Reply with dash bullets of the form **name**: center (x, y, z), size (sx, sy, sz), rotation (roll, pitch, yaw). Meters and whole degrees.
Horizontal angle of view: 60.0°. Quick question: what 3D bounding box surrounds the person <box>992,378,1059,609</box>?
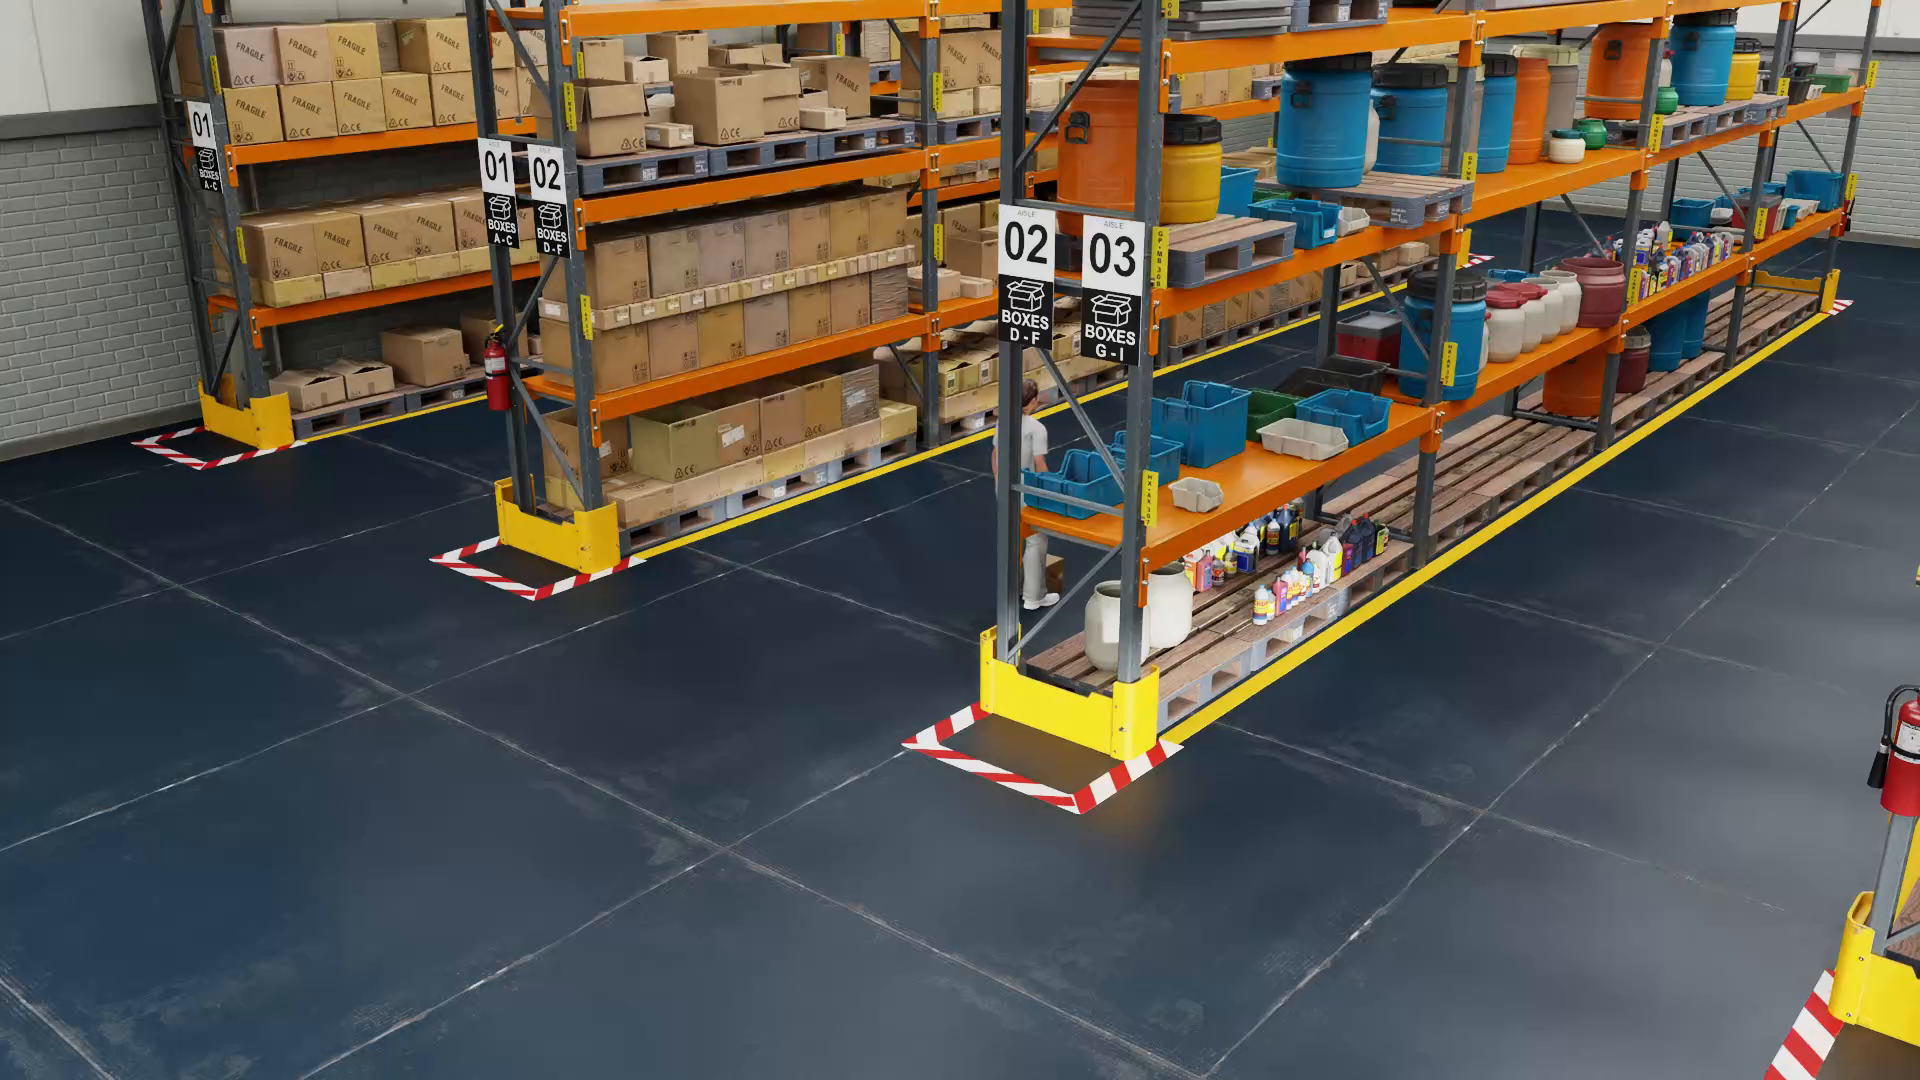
- **person**: center (0.465, -0.346, 12.013), size (0.492, 1.673, 0.404), rotation (16, 25, 36)
